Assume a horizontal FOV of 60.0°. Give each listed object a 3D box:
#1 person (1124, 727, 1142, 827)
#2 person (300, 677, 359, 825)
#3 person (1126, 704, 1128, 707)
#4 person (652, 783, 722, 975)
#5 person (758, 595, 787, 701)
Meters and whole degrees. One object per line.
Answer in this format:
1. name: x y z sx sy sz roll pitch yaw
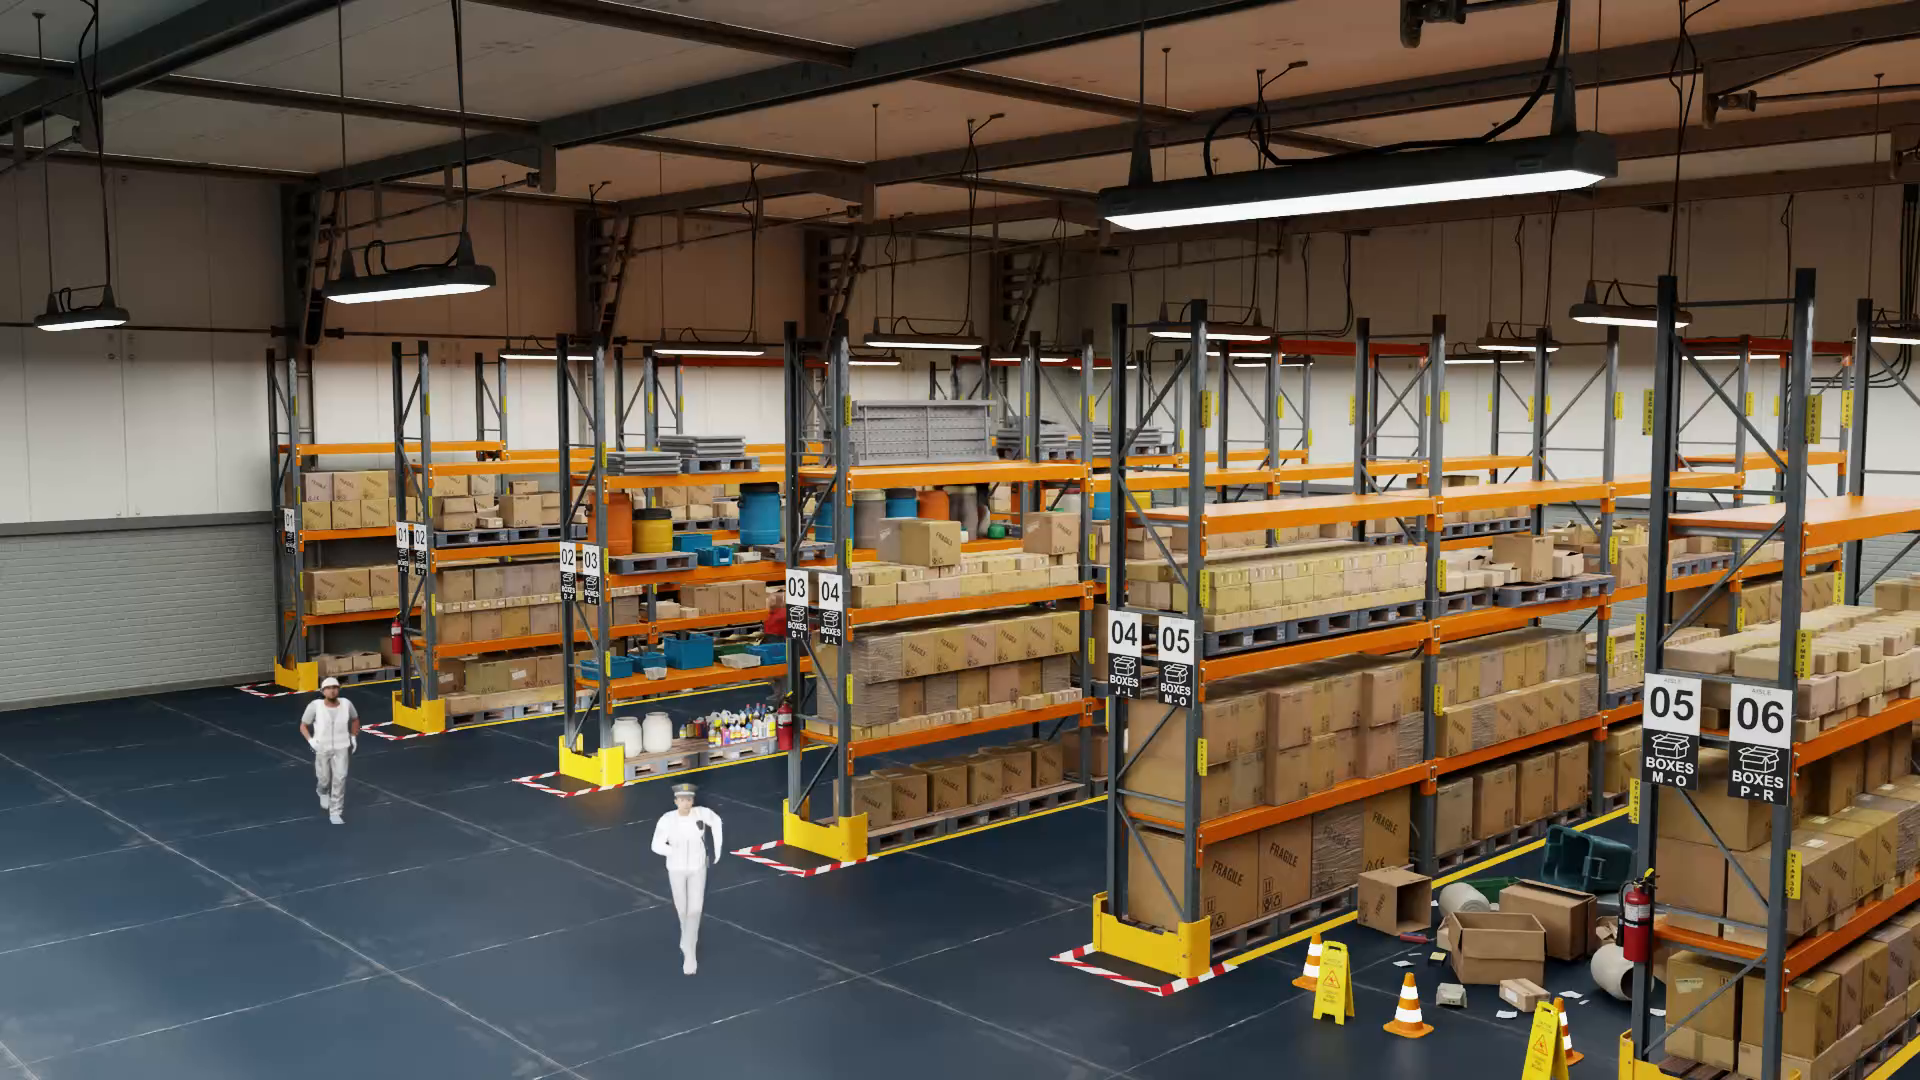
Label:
1. person: 2.011 2.718 18.424 0.719 1.752 0.741 4 6 40
2. person: -7.670 2.543 20.283 0.686 1.759 0.766 -3 6 -27
3. person: 2.535 1.806 25.707 0.613 1.877 0.879 3 6 30
4. person: -2.481 3.022 15.159 0.638 1.725 0.826 -1 5 -10
5. person: -2.958 1.735 26.667 0.481 1.717 0.666 -4 6 -39
